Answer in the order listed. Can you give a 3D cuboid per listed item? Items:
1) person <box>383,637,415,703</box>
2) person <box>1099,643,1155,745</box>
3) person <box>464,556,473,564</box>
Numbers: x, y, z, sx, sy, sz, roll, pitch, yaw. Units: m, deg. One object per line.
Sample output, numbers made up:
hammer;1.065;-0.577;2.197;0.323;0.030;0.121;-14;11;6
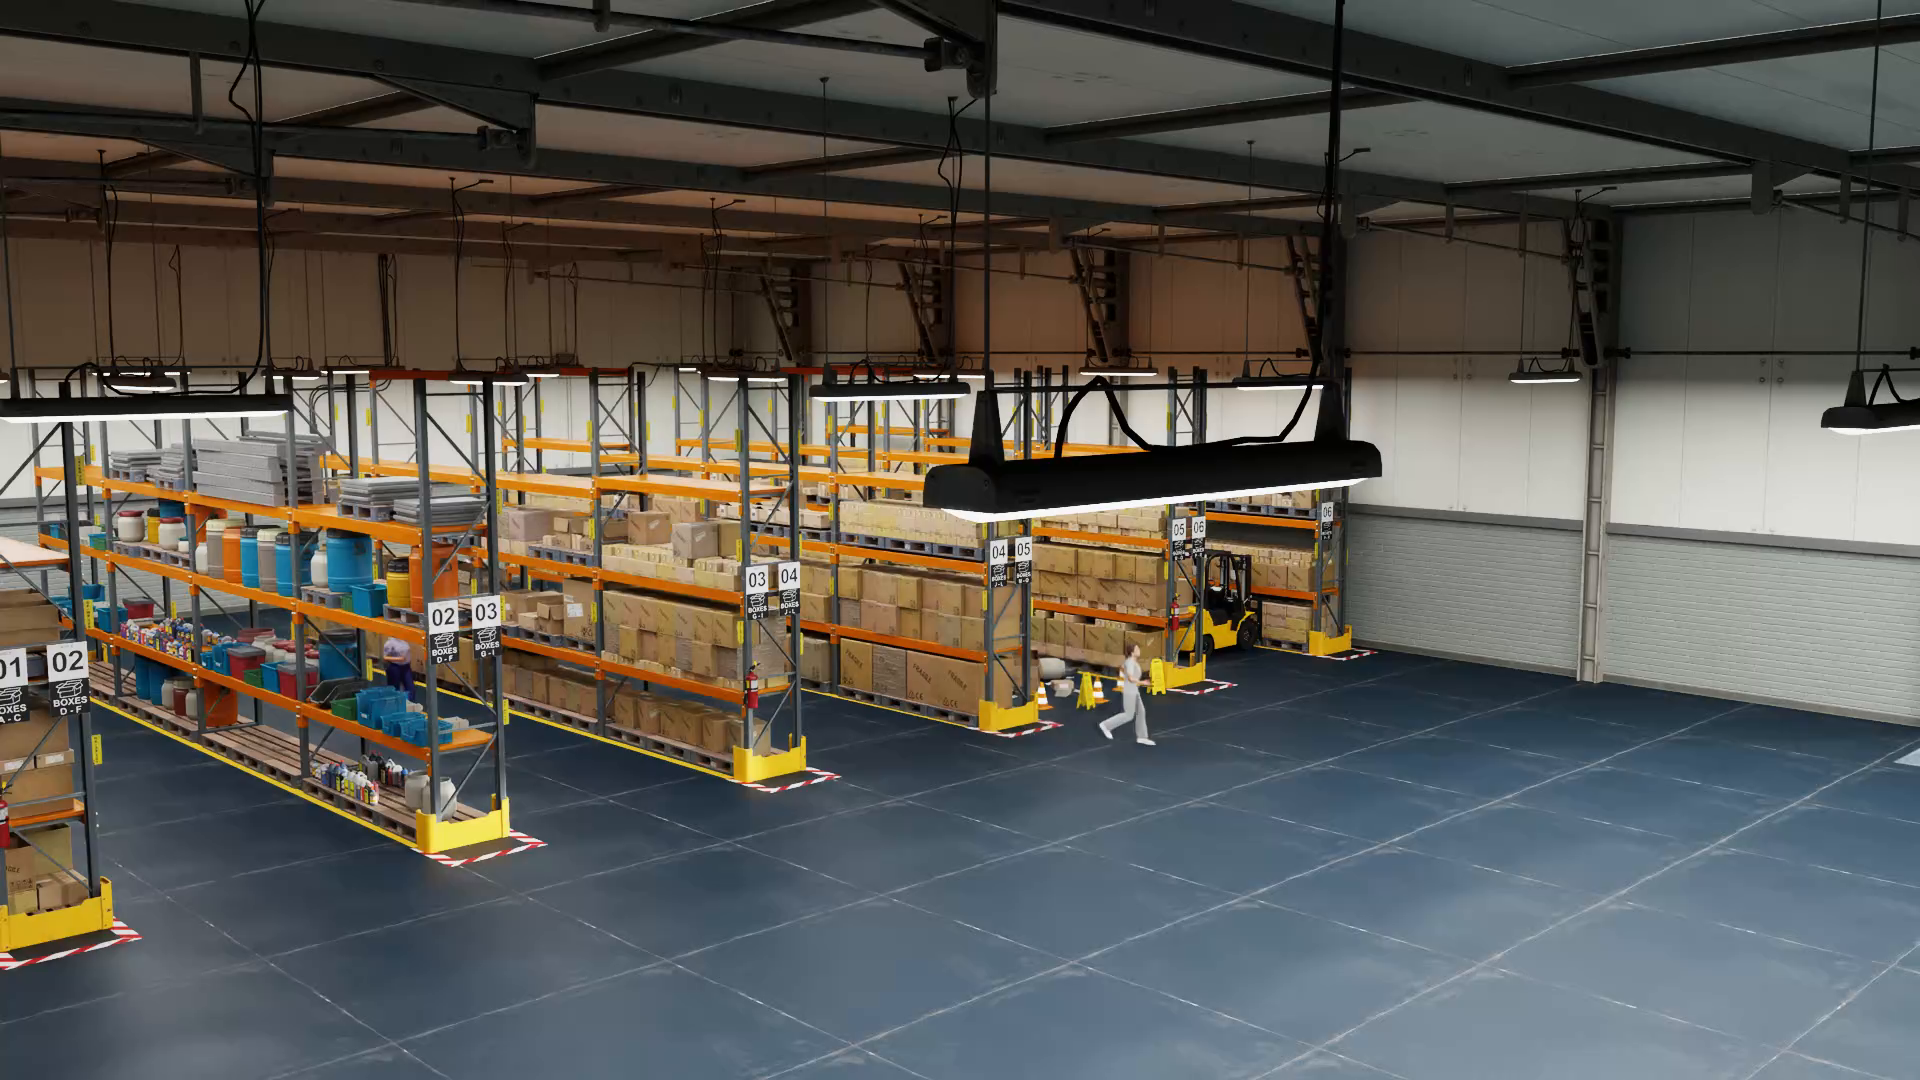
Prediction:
person;-9.684;2.268;28.684;0.925;1.646;0.606;4;8;32
person;2.713;2.485;26.892;0.902;1.670;0.577;1;6;6
person;-11.524;1.032;39.248;0.717;1.736;0.936;1;6;7
